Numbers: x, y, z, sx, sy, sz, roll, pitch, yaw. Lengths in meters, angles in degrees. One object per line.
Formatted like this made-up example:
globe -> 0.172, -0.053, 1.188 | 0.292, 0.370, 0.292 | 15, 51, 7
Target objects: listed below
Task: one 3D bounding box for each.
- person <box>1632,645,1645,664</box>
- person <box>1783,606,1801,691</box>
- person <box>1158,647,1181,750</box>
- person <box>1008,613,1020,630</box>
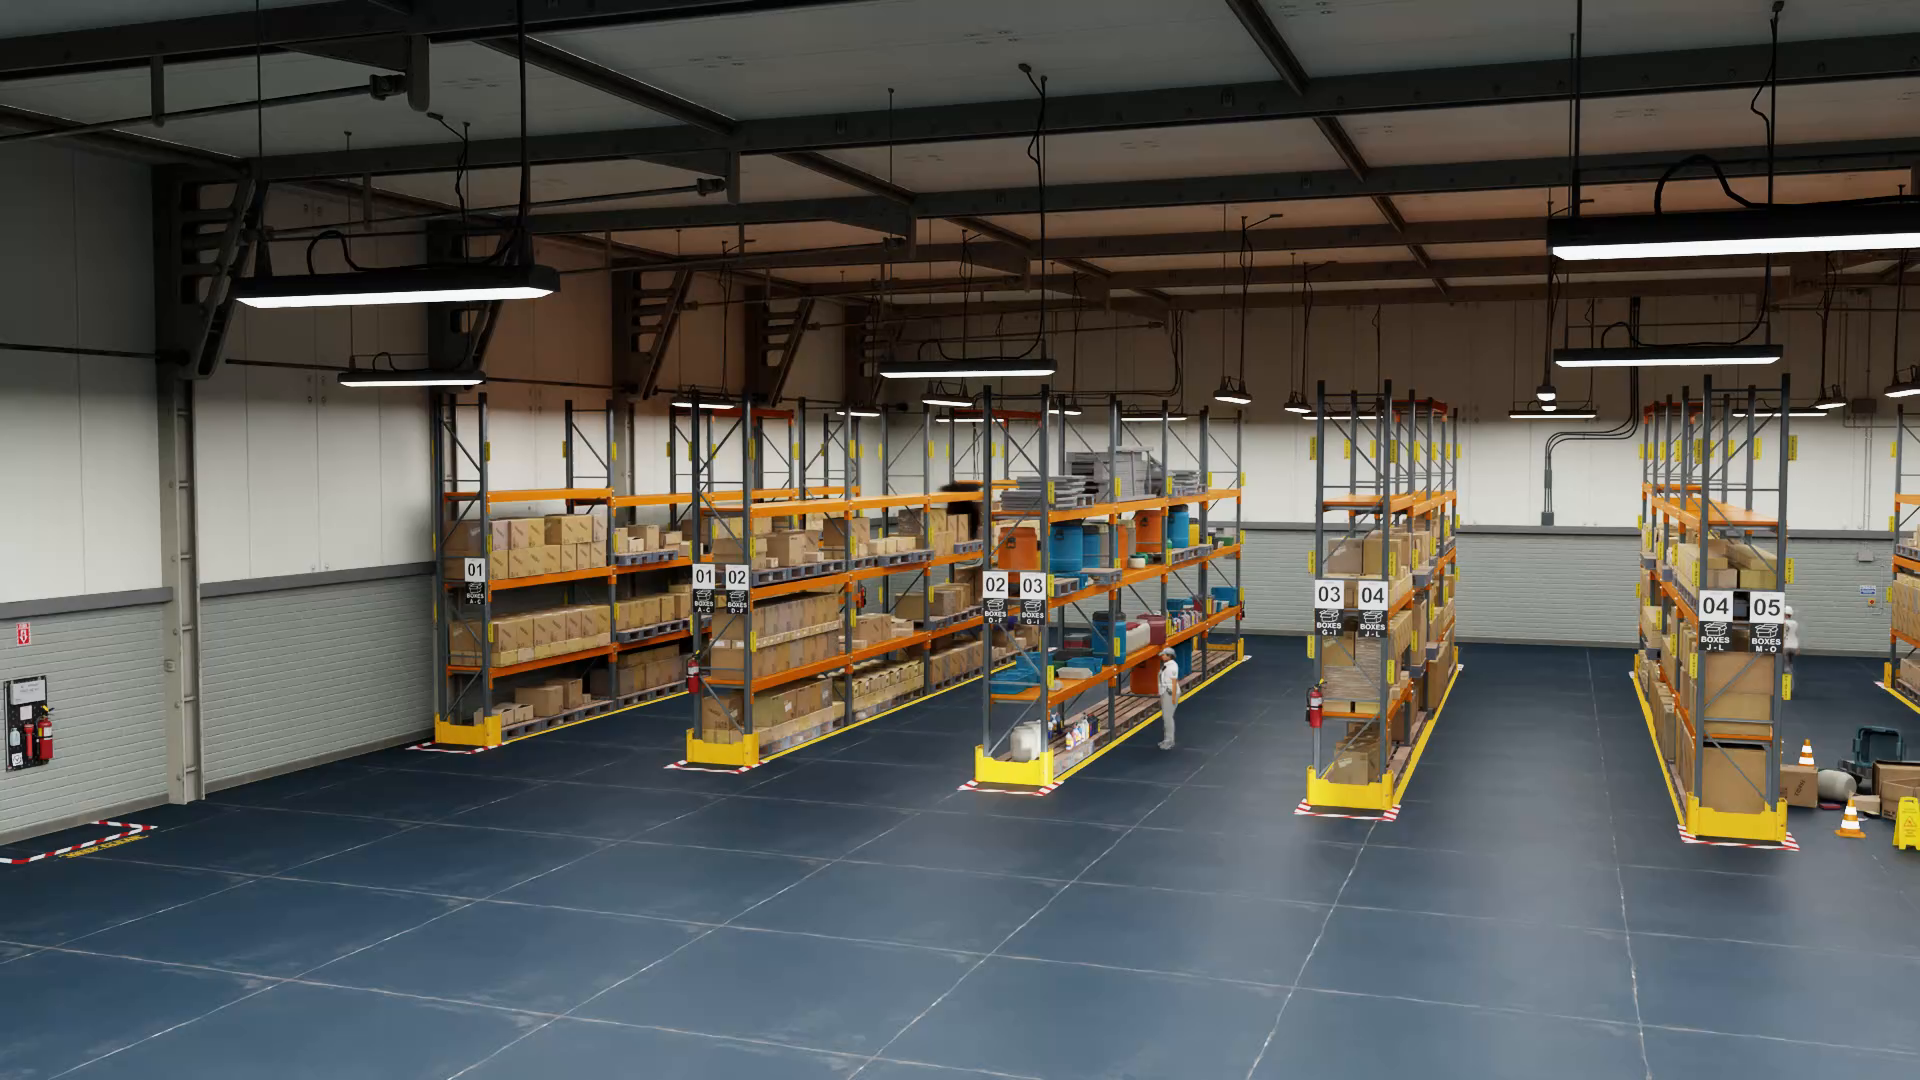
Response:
person -> 16.119, 2.068, 38.545 | 0.982, 1.746, 0.586 | 1, 3, 13
person -> 17.273, 2.277, 34.783 | 0.653, 1.795, 0.709 | 0, 3, -5
person -> 3.544, 2.678, 28.223 | 0.409, 1.698, 0.617 | 0, 3, -2
person -> 1.326, 1.938, 43.034 | 0.797, 1.545, 0.503 | 2, 4, 32
